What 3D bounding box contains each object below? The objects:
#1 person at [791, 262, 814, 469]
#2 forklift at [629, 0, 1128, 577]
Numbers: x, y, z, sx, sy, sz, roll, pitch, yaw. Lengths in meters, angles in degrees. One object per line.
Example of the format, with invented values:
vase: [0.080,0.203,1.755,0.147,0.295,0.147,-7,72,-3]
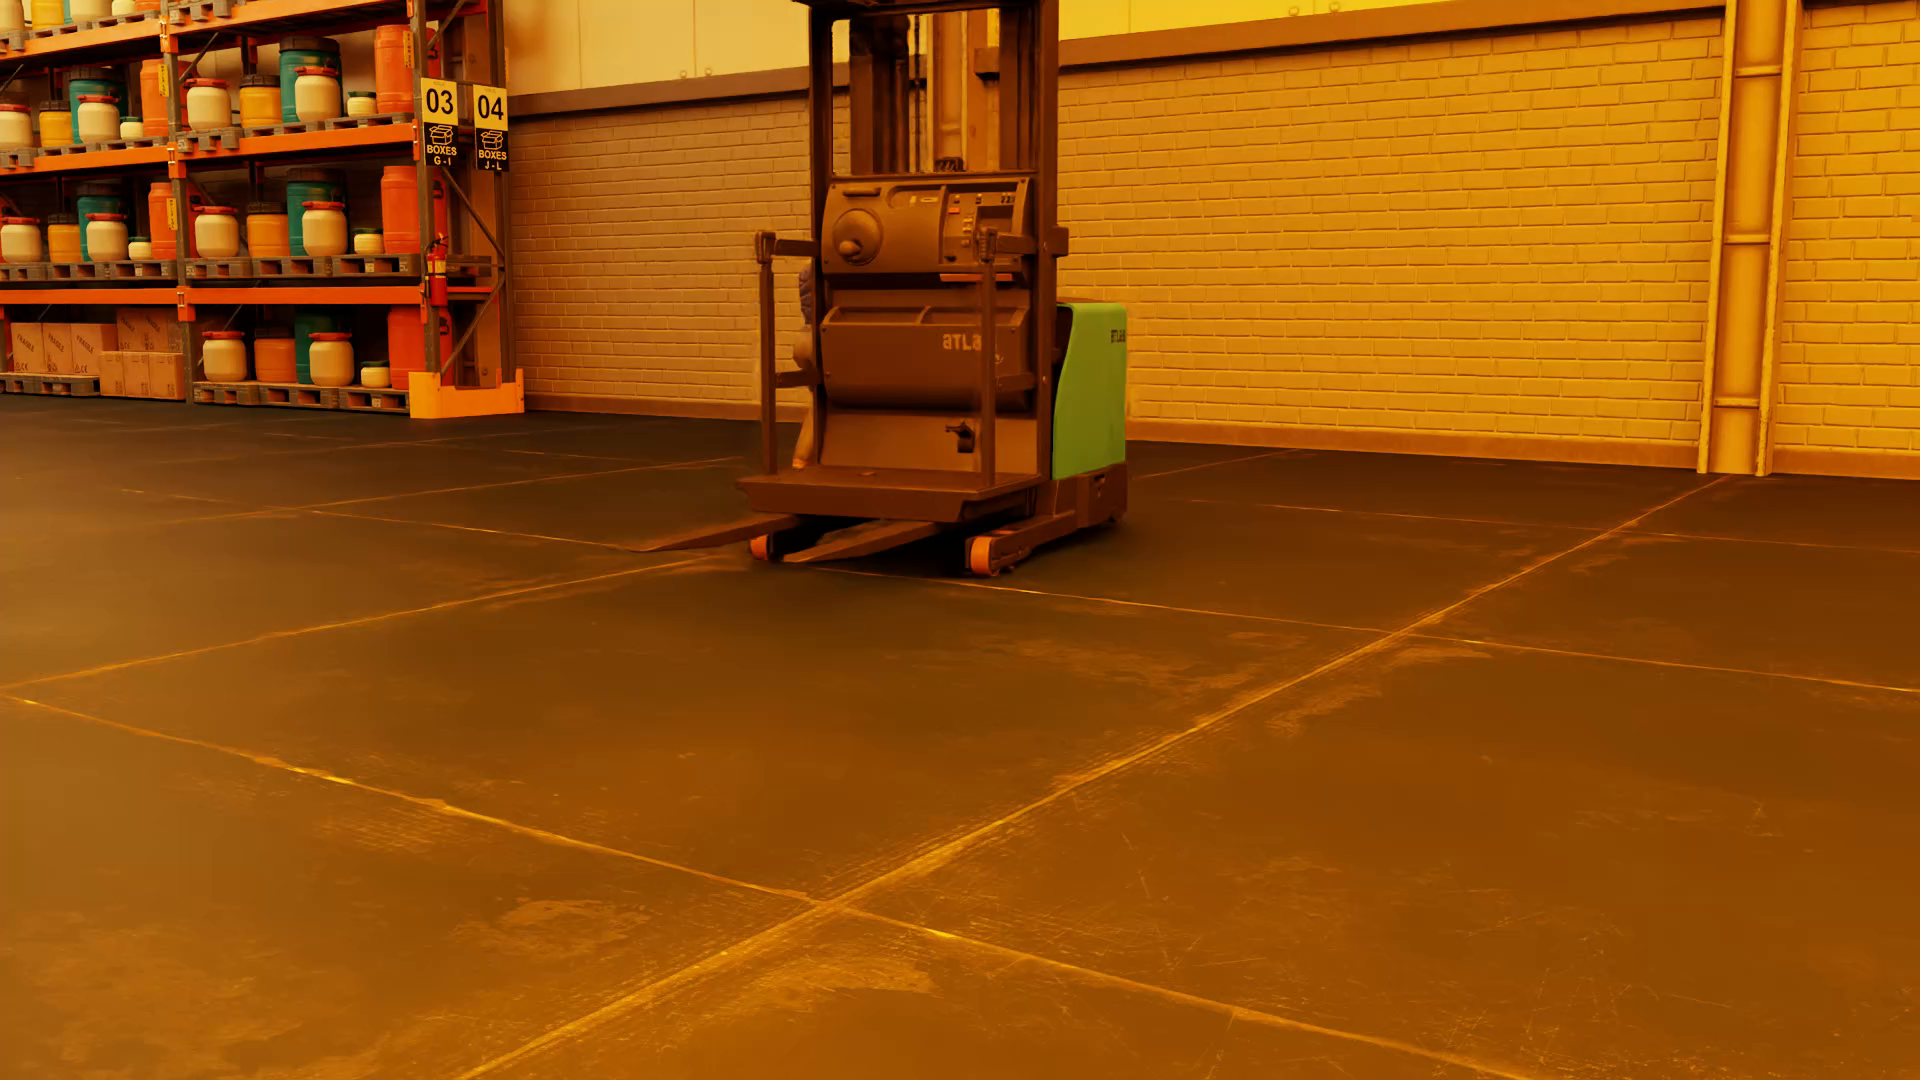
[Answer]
person: [-0.763,-1.187,10.463,0.618,1.607,0.695,-6,10,-38]
forklift: [-0.237,-1.371,6.837,1.130,2.935,3.031,4,9,23]
